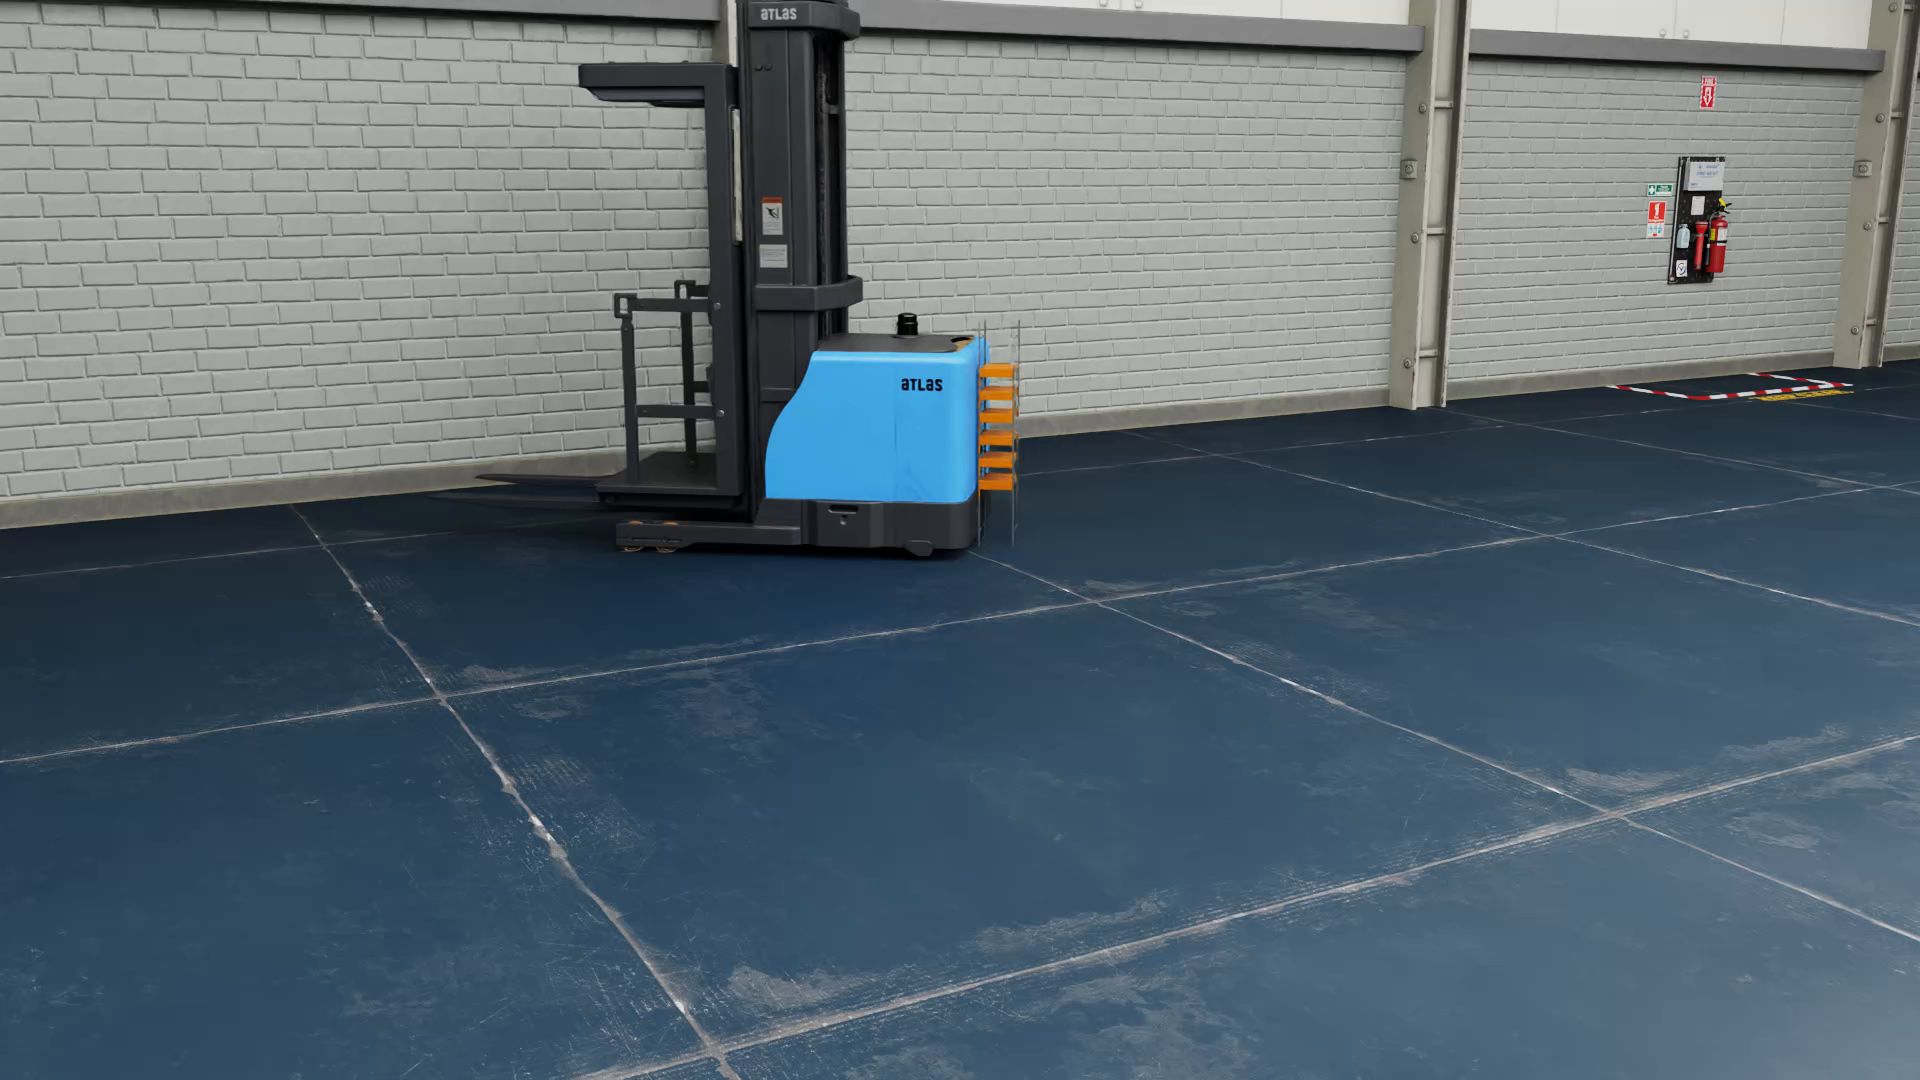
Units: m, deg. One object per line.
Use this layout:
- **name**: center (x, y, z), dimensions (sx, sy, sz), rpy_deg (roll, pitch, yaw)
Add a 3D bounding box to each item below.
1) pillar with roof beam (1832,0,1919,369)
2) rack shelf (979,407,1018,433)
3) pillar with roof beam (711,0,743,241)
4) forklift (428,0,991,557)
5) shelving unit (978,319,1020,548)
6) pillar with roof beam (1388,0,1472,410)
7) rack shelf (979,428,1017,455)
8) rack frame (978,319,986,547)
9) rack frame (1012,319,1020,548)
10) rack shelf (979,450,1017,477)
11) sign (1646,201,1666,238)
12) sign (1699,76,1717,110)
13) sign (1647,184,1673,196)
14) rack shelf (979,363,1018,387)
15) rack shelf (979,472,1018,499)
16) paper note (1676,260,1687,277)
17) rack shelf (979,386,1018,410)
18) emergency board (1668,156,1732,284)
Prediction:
- **pillar with roof beam**: center (11.225, -5.338, 12.331), dimensions (0.400, 9.000, 9.100), rpy_deg (-7, 14, -28)
- **rack shelf**: center (0.208, -0.645, 8.900), dimensions (0.180, 0.103, 0.258), rpy_deg (2, 13, 8)
- **pillar with roof beam**: center (0.692, -4.075, 6.722), dimensions (0.400, 9.000, 9.100), rpy_deg (-7, 14, -28)
- **forklift**: center (-1.384, -1.472, 8.972), dimensions (3.031, 2.935, 1.130), rpy_deg (2, 13, 8)
- **shelving unit**: center (0.208, -0.572, 8.917), dimensions (0.189, 1.200, 0.258), rpy_deg (2, 13, 8)
- **pillar with roof beam**: center (5.958, -4.706, 9.526), dimensions (0.400, 9.000, 9.100), rpy_deg (-7, 14, -28)
- **rack shelf**: center (0.208, -0.528, 8.927), dimensions (0.180, 0.103, 0.258), rpy_deg (2, 13, 8)
- **rack frame**: center (0.118, -0.575, 8.930), dimensions (0.006, 1.200, 0.240), rpy_deg (2, 13, 8)
- **rack frame**: center (0.299, -0.569, 8.904), dimensions (0.006, 1.200, 0.240), rpy_deg (2, 13, 8)
- **rack shelf**: center (0.208, -0.411, 8.953), dimensions (0.180, 0.103, 0.258), rpy_deg (2, 13, 8)
- **sign**: center (6.440, -2.967, 15.380), dimensions (0.234, 0.329, 0.001), rpy_deg (-7, 14, -28)
- **sign**: center (6.920, -4.137, 15.381), dimensions (0.199, 0.298, 0.001), rpy_deg (-7, 14, -28)
- **sign**: center (6.448, -3.224, 15.316), dimensions (0.331, 0.109, 0.001), rpy_deg (-7, 14, -28)
- **rack shelf**: center (0.208, -0.880, 8.848), dimensions (0.180, 0.103, 0.258), rpy_deg (2, 13, 8)
- **rack shelf**: center (0.208, -0.294, 8.979), dimensions (0.180, 0.103, 0.258), rpy_deg (2, 13, 8)
- **paper note**: center (6.786, -2.553, 15.627), dimensions (0.142, 0.148, 0.016), rpy_deg (-7, 14, -28)
- **rack shelf**: center (0.208, -0.763, 8.874), dimensions (0.180, 0.103, 0.258), rpy_deg (2, 13, 8)
- **emergency board**: center (6.975, -2.988, 15.554), dimensions (0.643, 1.169, 0.194), rpy_deg (-7, 14, -28)
